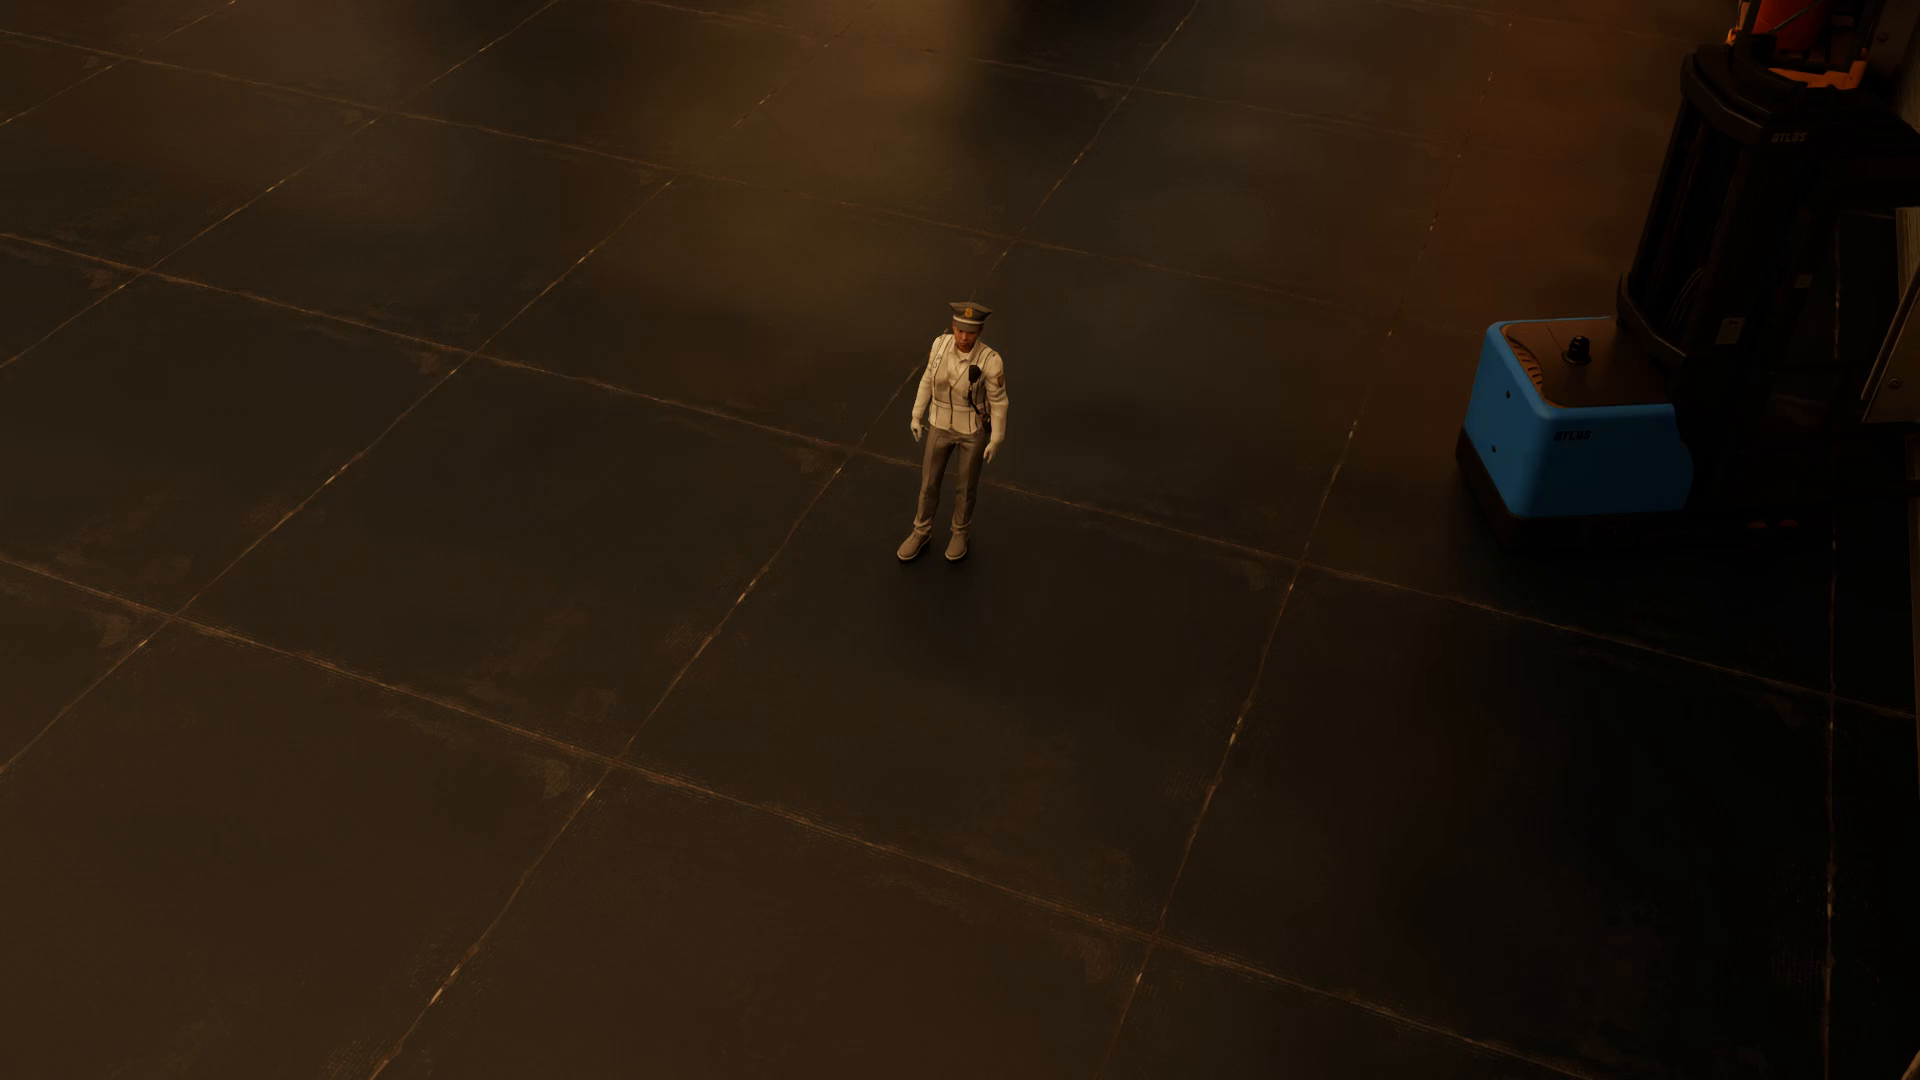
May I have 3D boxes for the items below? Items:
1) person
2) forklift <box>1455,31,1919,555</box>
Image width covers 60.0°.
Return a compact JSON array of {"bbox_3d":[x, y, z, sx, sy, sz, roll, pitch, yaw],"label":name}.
[{"bbox_3d":[-0.031,-0.617,9.695,0.587,1.696,0.534,15,42,17],"label":"person"},{"bbox_3d":[4.766,-1.417,9.699,3.031,2.935,1.130,-3,40,-4],"label":"forklift"}]
